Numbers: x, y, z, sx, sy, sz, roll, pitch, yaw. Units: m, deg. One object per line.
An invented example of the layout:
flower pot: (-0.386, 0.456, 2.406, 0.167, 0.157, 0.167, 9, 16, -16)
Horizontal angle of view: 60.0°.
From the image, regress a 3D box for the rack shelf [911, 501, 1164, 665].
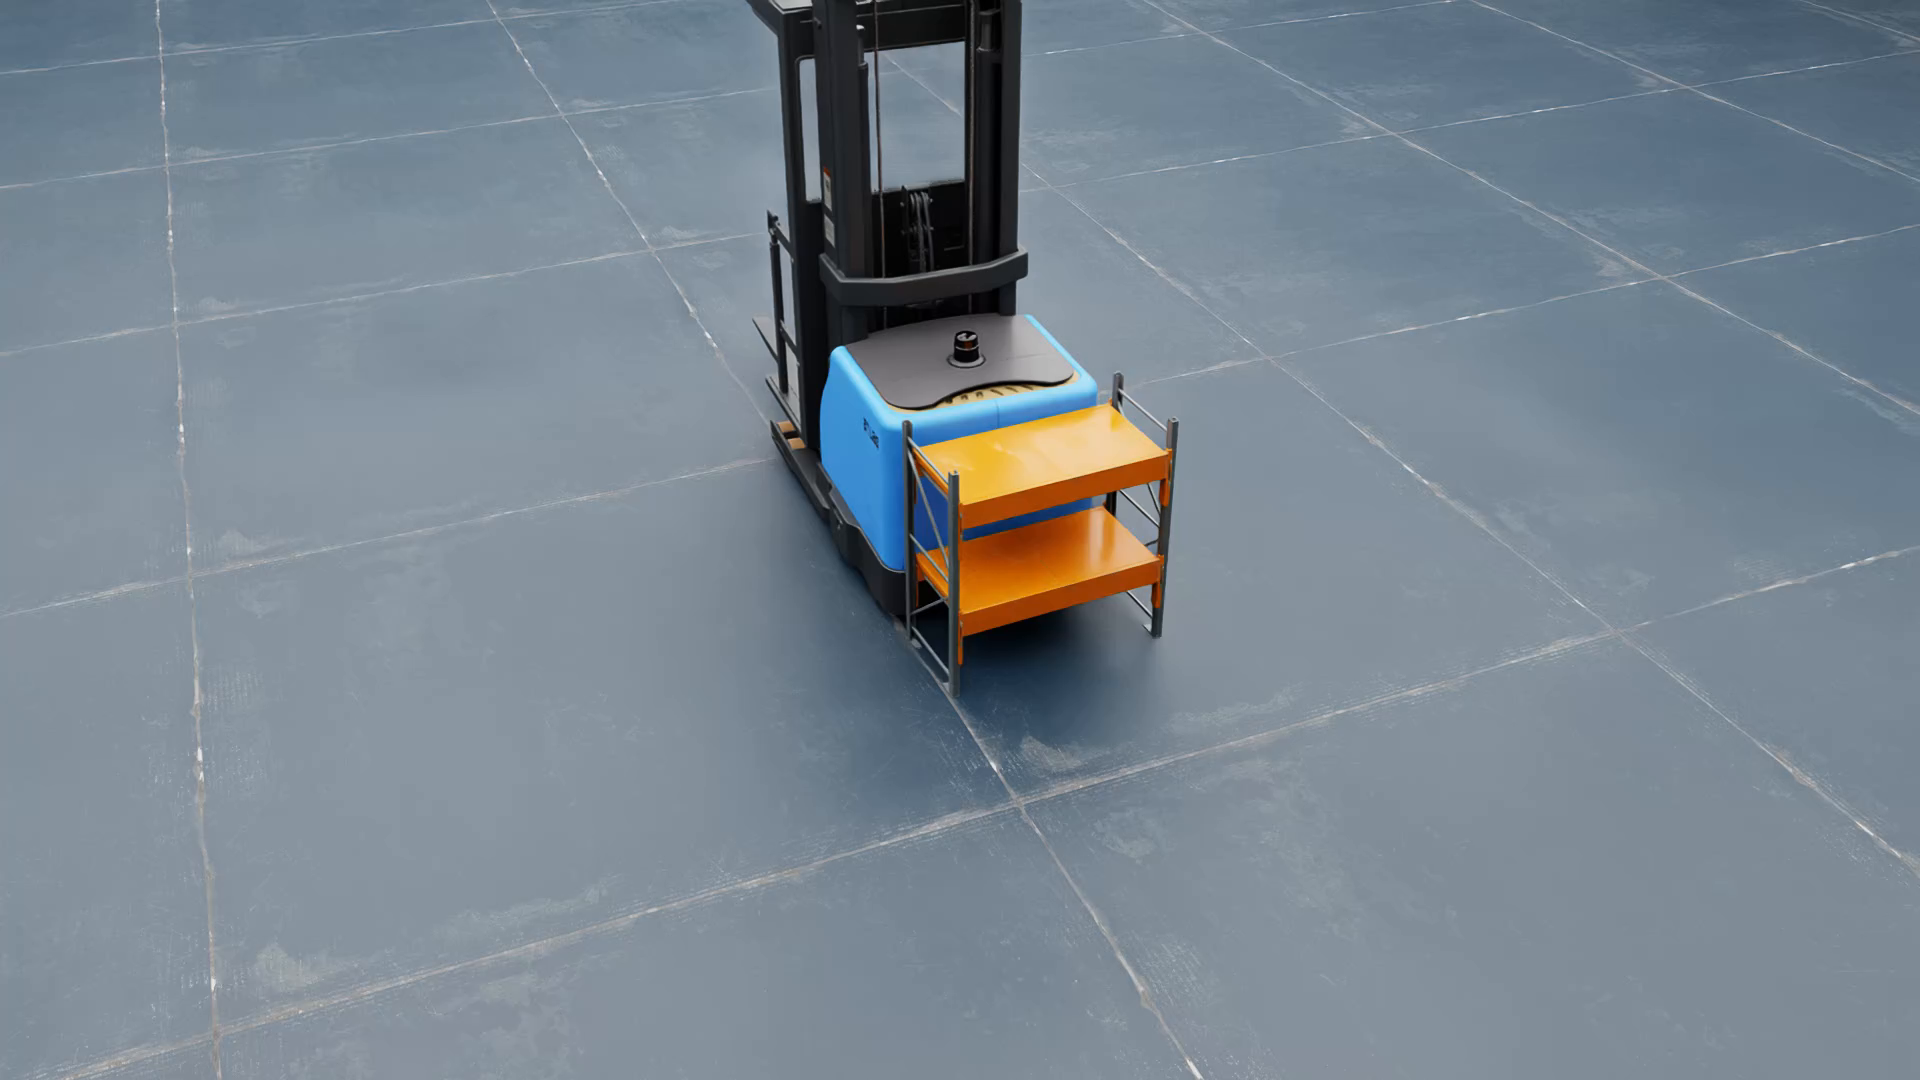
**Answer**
rack shelf: (0.336, 0.176, 7.396, 1.000, 0.278, 0.538, -15, 36, -21)

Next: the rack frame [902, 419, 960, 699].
rack frame: (-0.123, 0.090, 7.080, 0.032, 1.125, 0.500, -15, 36, -21)

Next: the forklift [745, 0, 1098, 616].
forklift: (-0.374, -1.679, 8.143, 1.130, 2.935, 3.031, -12, 35, -18)

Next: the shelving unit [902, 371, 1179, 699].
shelving unit: (0.336, -0.029, 7.263, 1.048, 1.125, 0.538, -15, 36, -21)

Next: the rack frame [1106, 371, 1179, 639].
rack frame: (0.796, -0.148, 7.446, 0.032, 1.125, 0.500, -15, 36, -21)

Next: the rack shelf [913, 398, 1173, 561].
rack shelf: (0.336, -0.274, 7.103, 1.000, 0.278, 0.538, -15, 36, -21)
